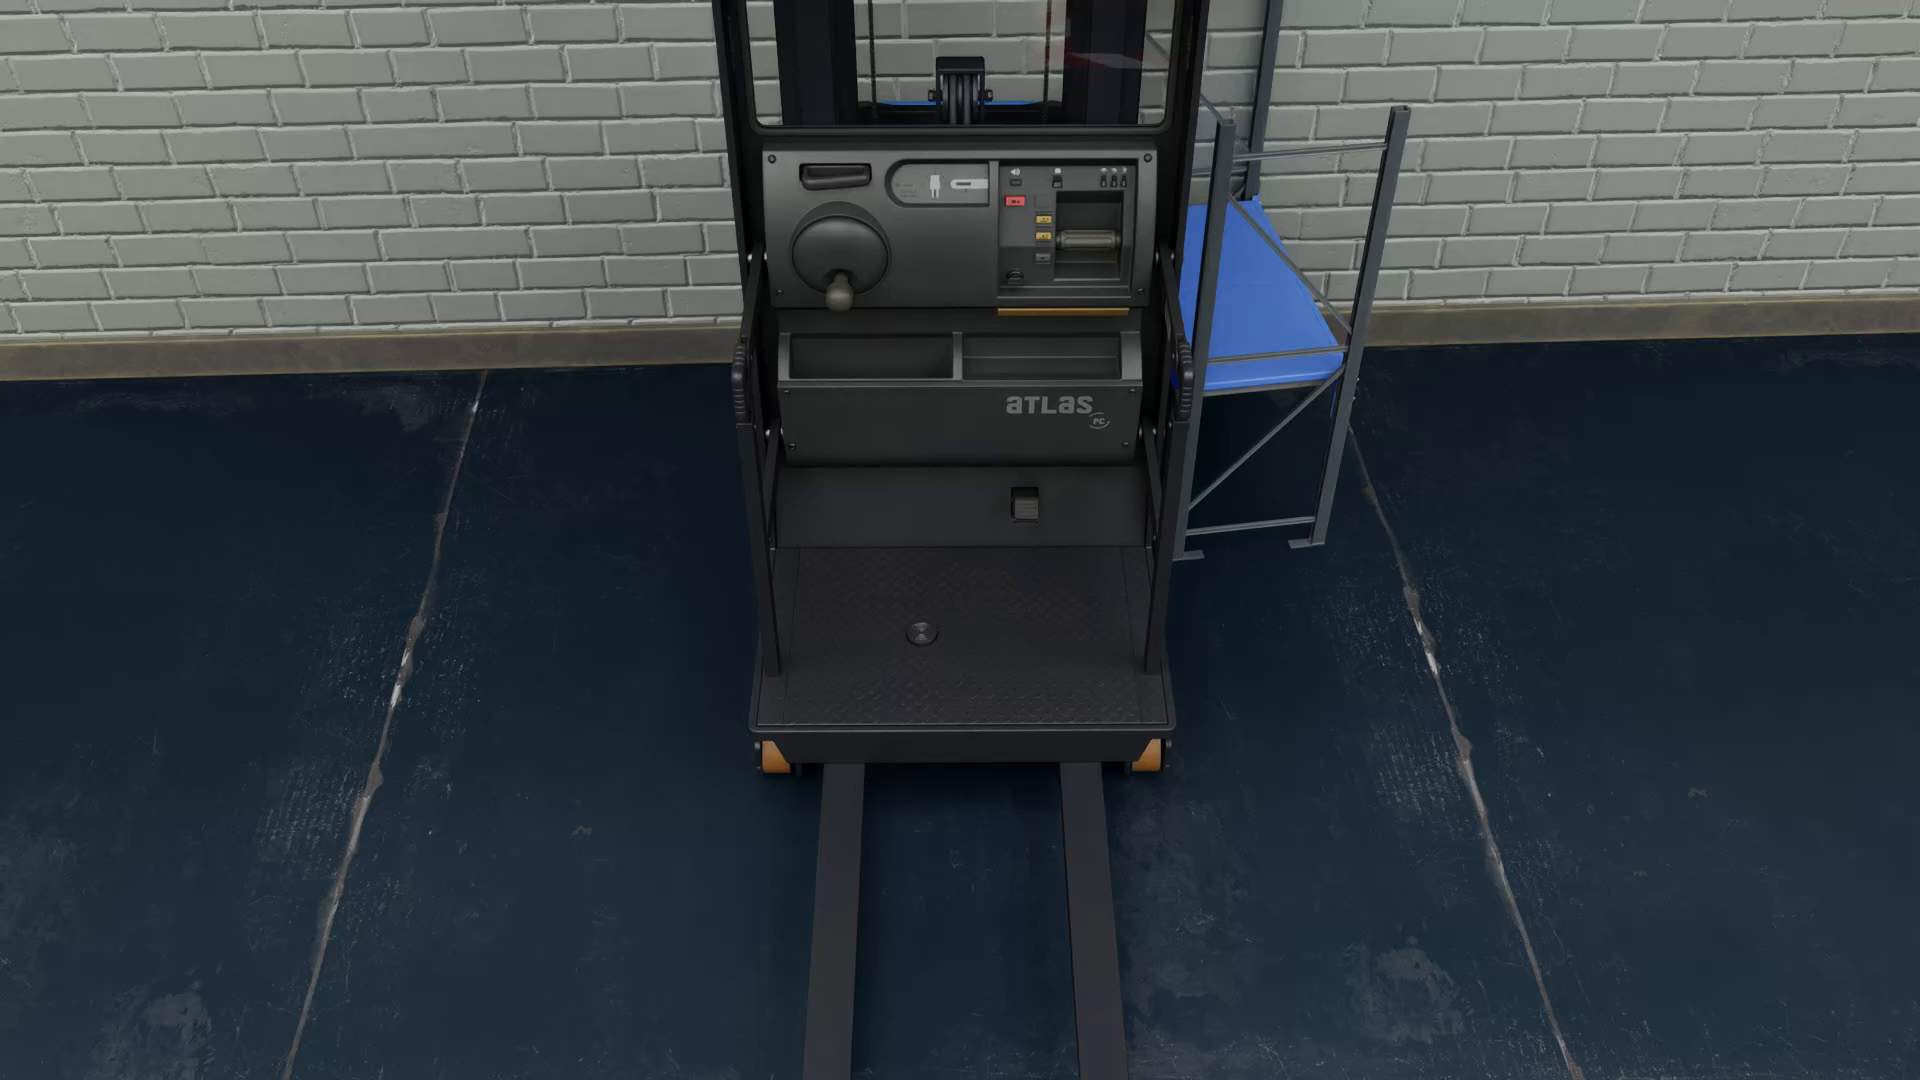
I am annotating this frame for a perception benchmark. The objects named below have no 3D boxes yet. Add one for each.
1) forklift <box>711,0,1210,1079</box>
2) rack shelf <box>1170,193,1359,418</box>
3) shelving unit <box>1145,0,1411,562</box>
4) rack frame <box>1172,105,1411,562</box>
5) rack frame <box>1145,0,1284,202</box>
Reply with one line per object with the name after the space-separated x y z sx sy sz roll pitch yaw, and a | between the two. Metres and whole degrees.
0.004 -0.658 3.798 1.130 2.935 3.031 0 43 0 | forklift
0.817 -0.727 5.200 0.538 0.185 1.000 -6 43 -7 | rack shelf
0.817 -0.860 5.078 0.538 1.500 1.048 -6 43 -7 | shelving unit
0.896 -0.521 4.708 0.500 1.500 0.032 -6 43 -7 | rack frame
0.738 -1.199 5.448 0.500 1.500 0.032 -6 43 -7 | rack frame
